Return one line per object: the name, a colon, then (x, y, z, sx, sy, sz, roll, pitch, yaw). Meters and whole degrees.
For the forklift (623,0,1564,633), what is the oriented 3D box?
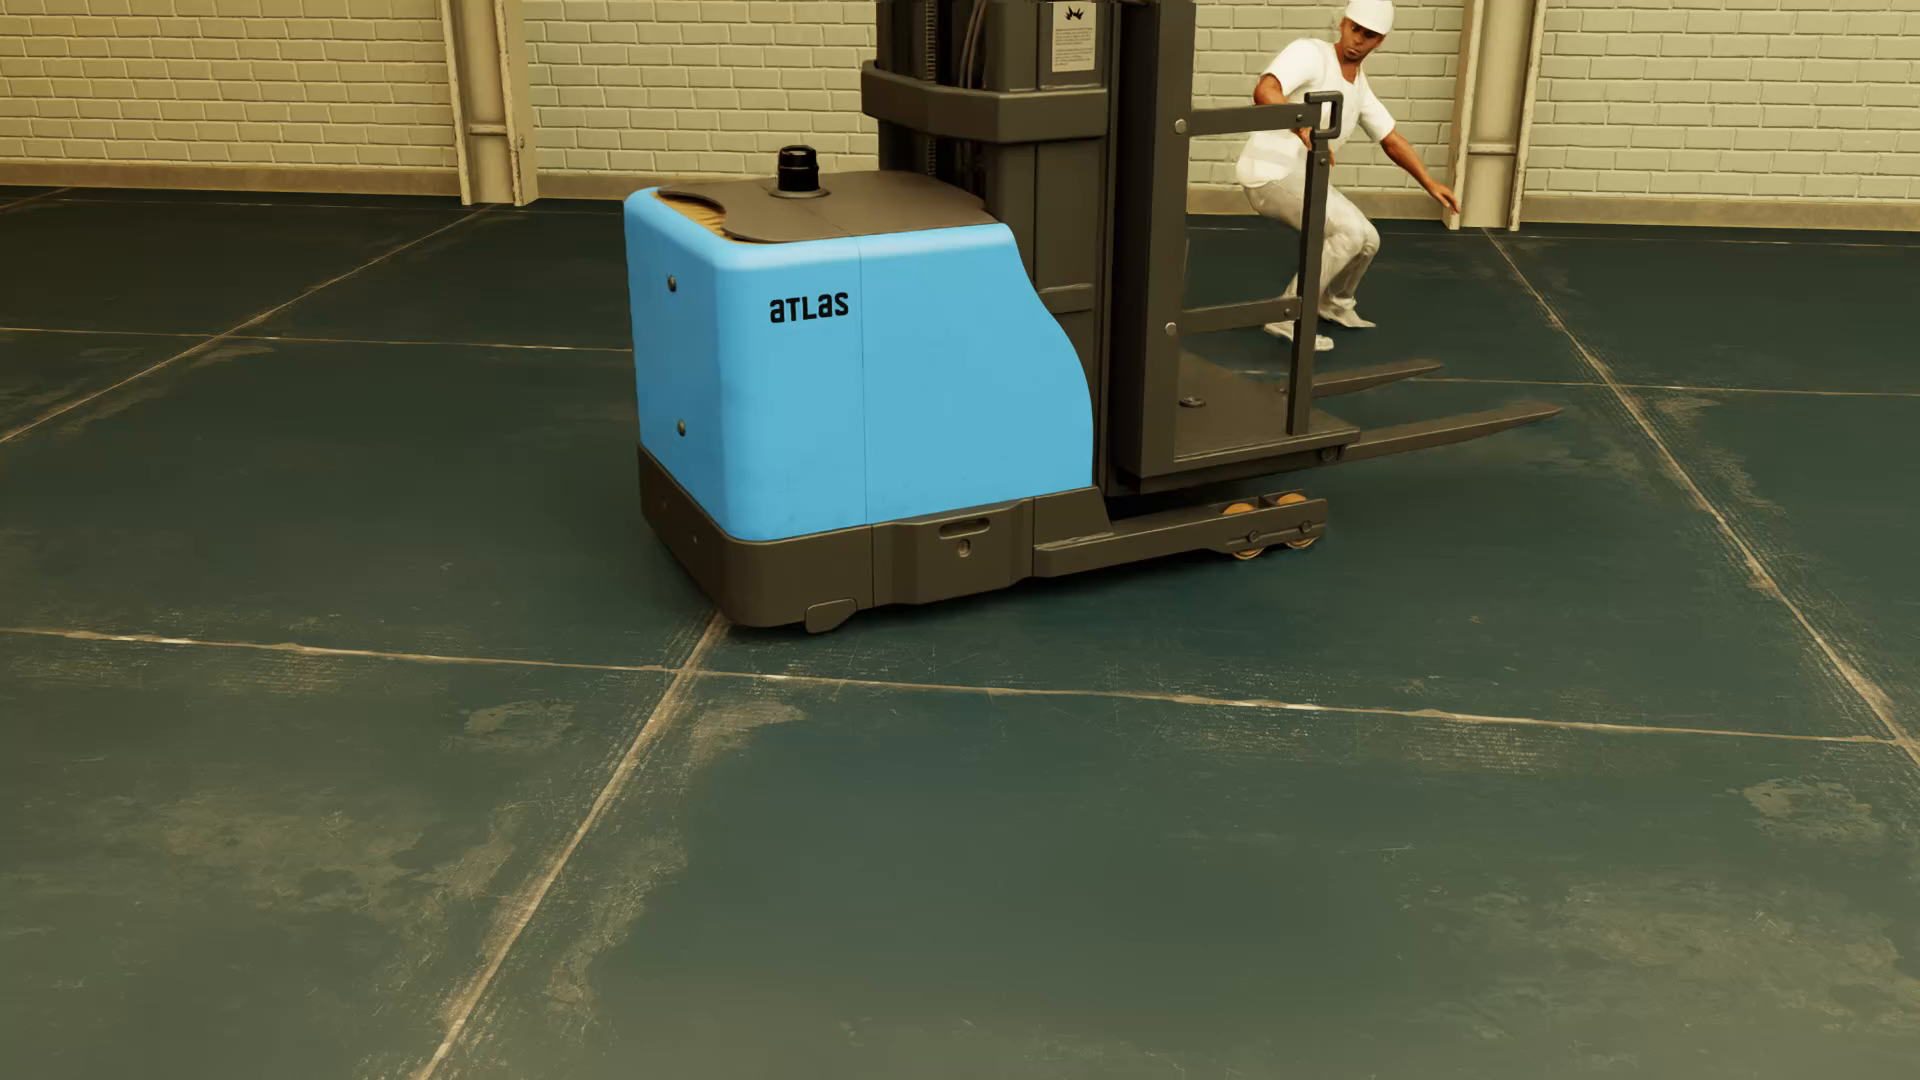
forklift: (0.562, -1.468, 4.900, 3.031, 2.935, 1.130, -10, 24, -24)

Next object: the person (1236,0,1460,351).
person: (1.628, -1.532, 7.054, 0.806, 1.523, 0.921, 14, 26, 31)
